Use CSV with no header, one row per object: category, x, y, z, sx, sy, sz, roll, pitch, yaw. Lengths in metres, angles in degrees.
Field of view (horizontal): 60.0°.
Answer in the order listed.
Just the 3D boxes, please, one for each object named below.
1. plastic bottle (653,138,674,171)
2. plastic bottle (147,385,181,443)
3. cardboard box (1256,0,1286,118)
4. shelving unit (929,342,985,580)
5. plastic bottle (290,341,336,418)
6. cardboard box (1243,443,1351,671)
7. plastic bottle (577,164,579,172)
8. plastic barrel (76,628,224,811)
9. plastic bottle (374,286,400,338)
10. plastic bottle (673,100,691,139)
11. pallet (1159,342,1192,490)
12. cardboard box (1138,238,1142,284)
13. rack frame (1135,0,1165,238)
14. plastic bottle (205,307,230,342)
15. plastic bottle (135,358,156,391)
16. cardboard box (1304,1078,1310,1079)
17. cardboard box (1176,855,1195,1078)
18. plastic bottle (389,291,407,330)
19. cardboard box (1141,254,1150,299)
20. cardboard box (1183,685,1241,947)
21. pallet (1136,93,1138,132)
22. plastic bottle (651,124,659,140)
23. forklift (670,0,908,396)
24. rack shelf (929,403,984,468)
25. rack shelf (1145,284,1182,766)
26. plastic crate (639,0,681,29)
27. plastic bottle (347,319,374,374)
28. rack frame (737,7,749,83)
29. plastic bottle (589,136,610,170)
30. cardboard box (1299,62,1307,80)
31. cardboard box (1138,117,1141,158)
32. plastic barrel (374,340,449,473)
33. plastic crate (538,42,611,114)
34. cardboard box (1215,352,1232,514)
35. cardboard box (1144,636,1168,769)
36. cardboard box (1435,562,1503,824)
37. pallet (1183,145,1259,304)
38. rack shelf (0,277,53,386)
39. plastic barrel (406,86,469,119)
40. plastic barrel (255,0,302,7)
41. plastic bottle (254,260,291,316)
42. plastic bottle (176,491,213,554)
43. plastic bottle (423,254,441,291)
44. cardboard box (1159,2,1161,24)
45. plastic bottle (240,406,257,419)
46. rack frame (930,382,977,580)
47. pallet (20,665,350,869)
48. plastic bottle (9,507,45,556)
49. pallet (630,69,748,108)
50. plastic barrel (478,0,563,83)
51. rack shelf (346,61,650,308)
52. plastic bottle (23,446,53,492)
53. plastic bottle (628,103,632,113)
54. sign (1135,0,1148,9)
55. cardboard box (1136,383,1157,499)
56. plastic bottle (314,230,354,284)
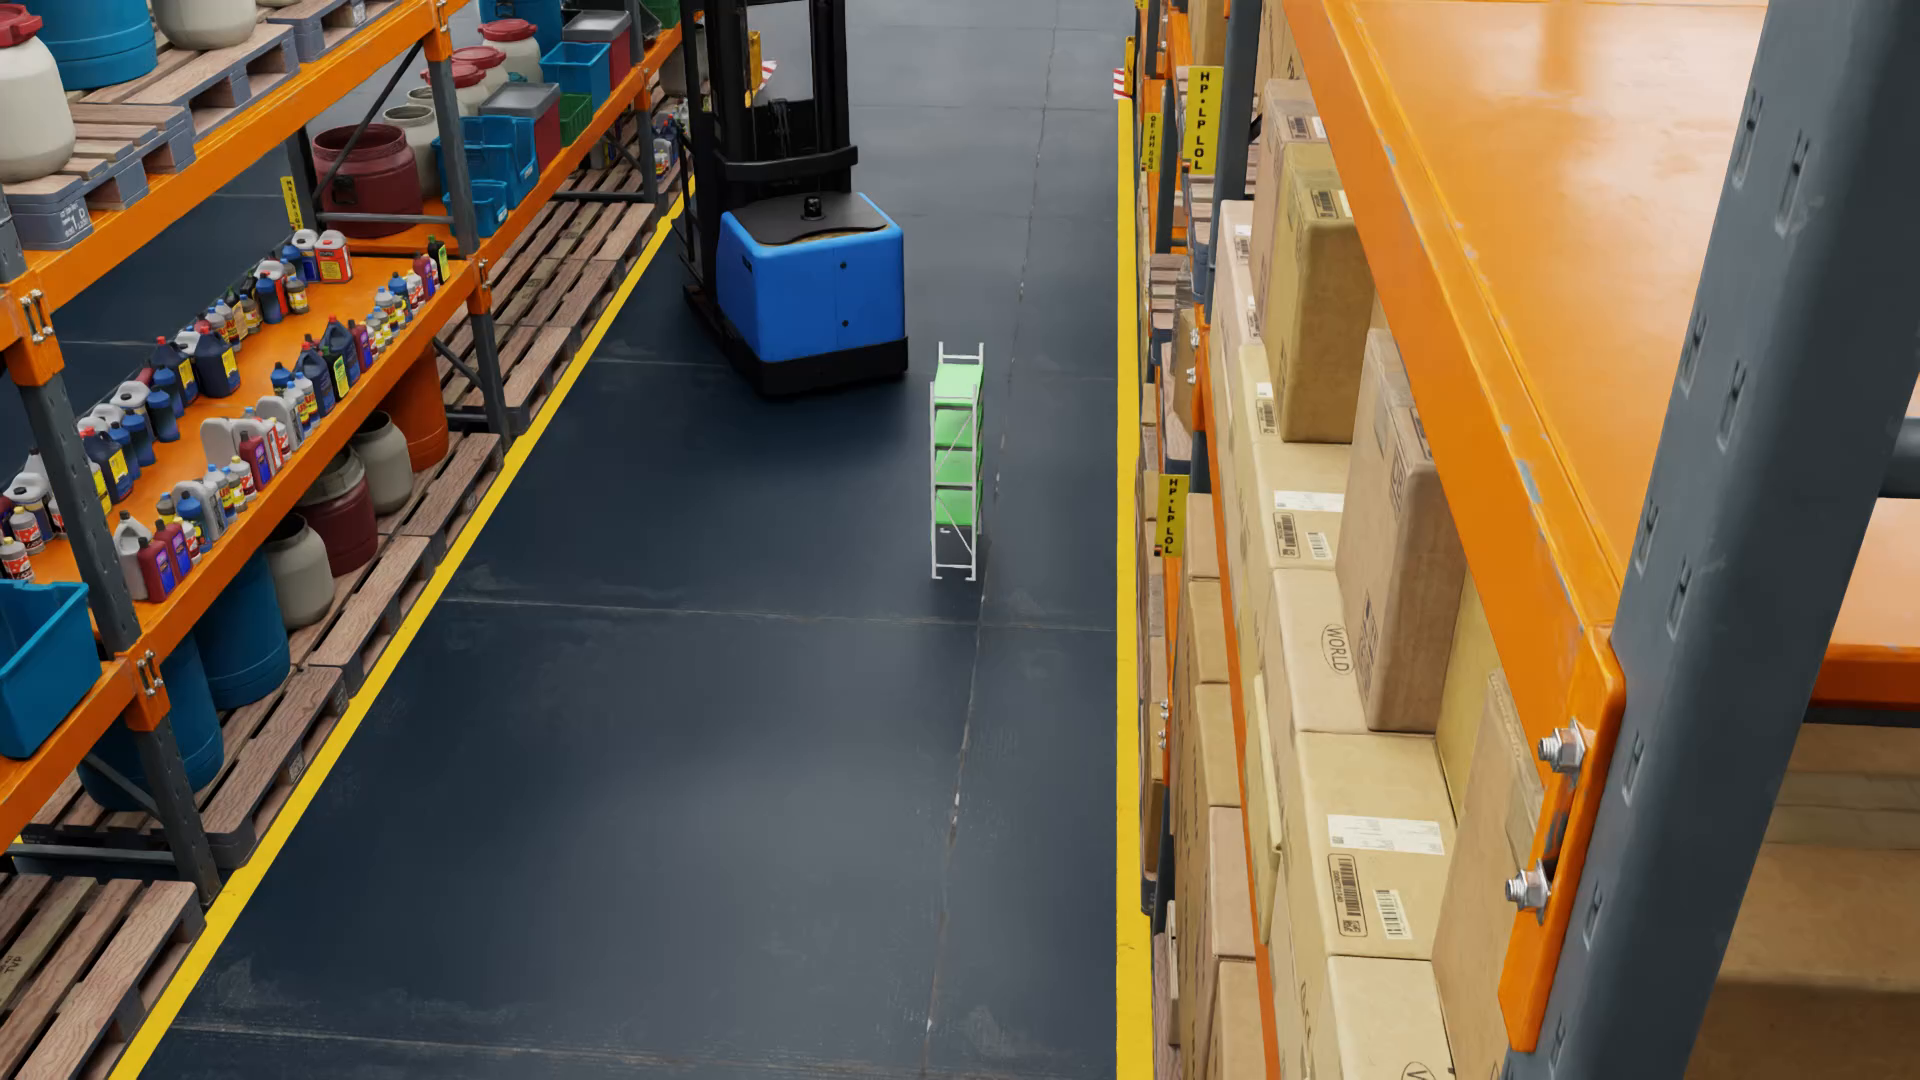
plastic bottle,-2.545,-3.309,14.217,0.152,0.276,0.135,4,32,6
plastic bottle,-3.722,-0.595,7.760,0.097,0.271,0.097,0,32,0
cardboard box,1.424,-1.718,6.008,0.600,0.600,0.600,2,32,3
shelving unit,-0.013,-0.424,9.075,0.258,1.200,0.503,2,32,4
plastic bottle,-3.114,-0.775,7.976,0.144,0.351,0.185,2,32,4
cardboard box,0.859,0.036,3.421,0.500,0.250,0.500,2,32,4
plastic bottle,-3.297,-3.259,14.130,0.061,0.283,0.133,4,32,6
plastic barrel,-3.597,0.651,7.214,0.600,0.901,0.708,2,32,4
plastic bottle,-3.019,-1.203,8.745,0.097,0.271,0.097,0,32,0
plastic bottle,-2.478,-3.748,14.858,0.144,0.351,0.185,2,32,4
pallet,1.450,-0.559,7.761,1.003,0.211,1.213,2,32,4
cardboard box,1.567,-2.019,12.168,0.500,0.250,0.500,2,32,2
rack frame,1.929,-3.749,12.755,1.000,3.000,0.127,2,32,4
plastic bottle,-3.802,-1.061,8.516,0.097,0.271,0.097,0,32,0
plastic bottle,-3.875,-0.719,7.949,0.061,0.283,0.133,2,32,4
cardboard box,0.731,1.033,2.279,0.500,0.250,0.500,2,32,4
cardboard box,0.883,1.176,4.668,0.500,0.500,0.500,2,32,4
plastic bottle,-3.011,-1.224,8.846,0.097,0.201,0.097,0,32,0
cardboard box,1.481,-1.725,11.156,0.500,0.311,0.500,2,32,4
cardboard box,0.875,0.739,4.424,0.500,0.500,0.500,2,32,3
pallet,2.234,-4.252,16.229,1.003,0.211,1.213,2,32,4
plastic bottle,-2.672,-3.433,14.347,0.144,0.351,0.185,2,32,4
forklift,-1.398,-2.955,11.531,1.130,2.935,3.031,-13,34,-20
rack shelf,-0.013,-0.574,8.983,0.258,0.148,0.480,2,32,4
rack shelf,1.441,-0.305,7.853,1.077,0.370,4.000,2,32,4
plastic crate,-2.615,-4.570,14.289,0.450,0.188,0.662,2,32,4
plastic bottle,-3.034,-0.994,8.395,0.061,0.283,0.133,2,32,4
rack frame,-2.682,-6.054,16.495,1.000,3.000,0.127,2,32,4
plastic bottle,-3.098,-3.365,14.237,0.144,0.351,0.185,2,32,4
cardboard box,1.276,-1.055,4.476,0.700,0.500,0.500,2,32,4
cardboard box,1.826,-3.532,14.623,0.500,0.250,0.500,2,32,4
plastic barrel,-3.356,-0.869,9.750,0.600,0.830,0.708,2,32,4
plastic crate,-2.787,-3.366,12.148,0.392,0.384,0.575,2,32,4
cardboard box,0.947,-0.274,4.400,0.500,0.250,0.500,2,32,4
cardboard box,1.081,0.783,7.365,0.500,0.500,0.500,3,32,4
cardboard box,1.103,0.253,2.353,0.700,0.500,0.500,2,32,4
pallet,1.401,-1.101,5.778,1.213,0.211,1.003,2,32,4
rack shelf,-3.821,0.296,4.018,1.077,0.370,4.000,2,32,4
plastic barrel,-3.428,-2.686,10.923,0.421,0.512,0.421,0,32,0
plastic barrel,-3.274,-2.701,7.927,0.301,0.262,0.301,0,32,0
plastic bottle,-3.728,-1.364,9.003,0.152,0.276,0.135,2,32,4
plastic bottle,-3.194,-0.080,6.924,0.097,0.271,0.097,0,32,0
plastic bottle,-2.968,-1.497,9.290,0.097,0.201,0.097,0,32,0
cardboard box,2.040,-4.562,13.979,0.700,0.500,0.500,3,32,5
plastic bottle,-3.273,-0.522,7.707,0.097,0.201,0.097,0,32,0
rack frame,-0.033,-0.297,8.868,0.240,1.200,0.015,2,32,4
pallet,-3.554,1.006,7.697,1.003,0.211,1.213,2,32,4
plastic bottle,-3.895,-0.044,6.932,0.097,0.201,0.097,0,32,0
pallet,-2.712,-4.401,16.470,1.003,0.211,1.213,2,32,4
plastic barrel,-3.341,-3.987,12.663,0.600,0.901,0.708,2,32,4
rack shelf,-3.170,-2.611,11.593,1.077,0.370,4.000,2,32,4
plastic bottle,-3.910,-0.253,7.129,0.144,0.351,0.185,2,32,4
plastic bottle,-3.140,-4.145,15.579,0.097,0.271,0.097,0,32,0
sign,1.376,-4.174,12.544,0.100,0.325,0.005,2,32,4
cardboard box,1.282,-0.555,9.535,0.500,0.500,0.500,4,32,6
plastic bottle,-3.539,-1.599,9.385,0.152,0.276,0.135,2,32,4
